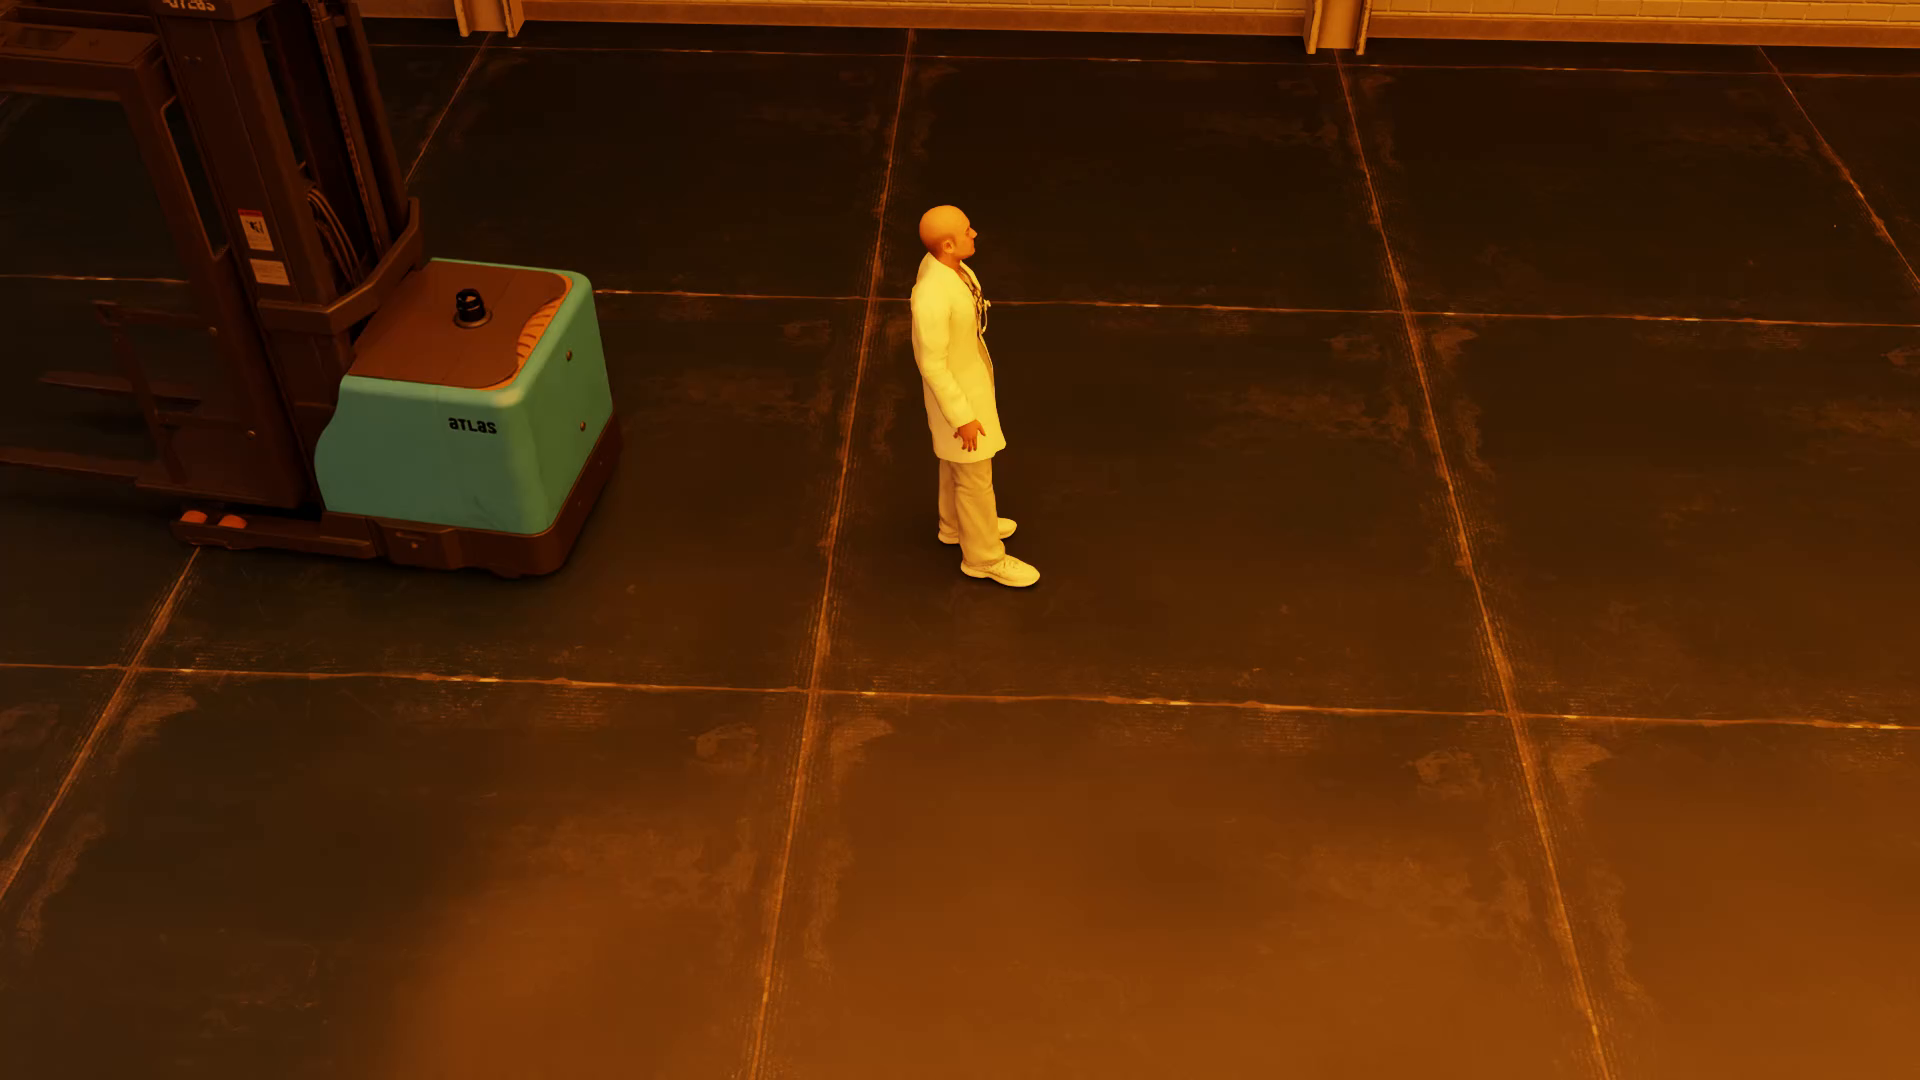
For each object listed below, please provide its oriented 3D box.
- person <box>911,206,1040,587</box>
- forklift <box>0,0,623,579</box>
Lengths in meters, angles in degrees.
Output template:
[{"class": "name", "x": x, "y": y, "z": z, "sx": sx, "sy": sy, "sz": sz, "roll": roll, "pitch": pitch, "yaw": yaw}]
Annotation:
[{"class": "person", "x": 0.090, "y": -0.656, "z": 7.305, "sx": 0.581, "sy": 1.775, "sz": 0.696, "roll": 2, "pitch": 42, "yaw": 2}, {"class": "forklift", "x": -3.253, "y": -1.379, "z": 7.253, "sx": 3.031, "sy": 2.935, "sz": 1.130, "roll": 7, "pitch": 43, "yaw": 7}]
